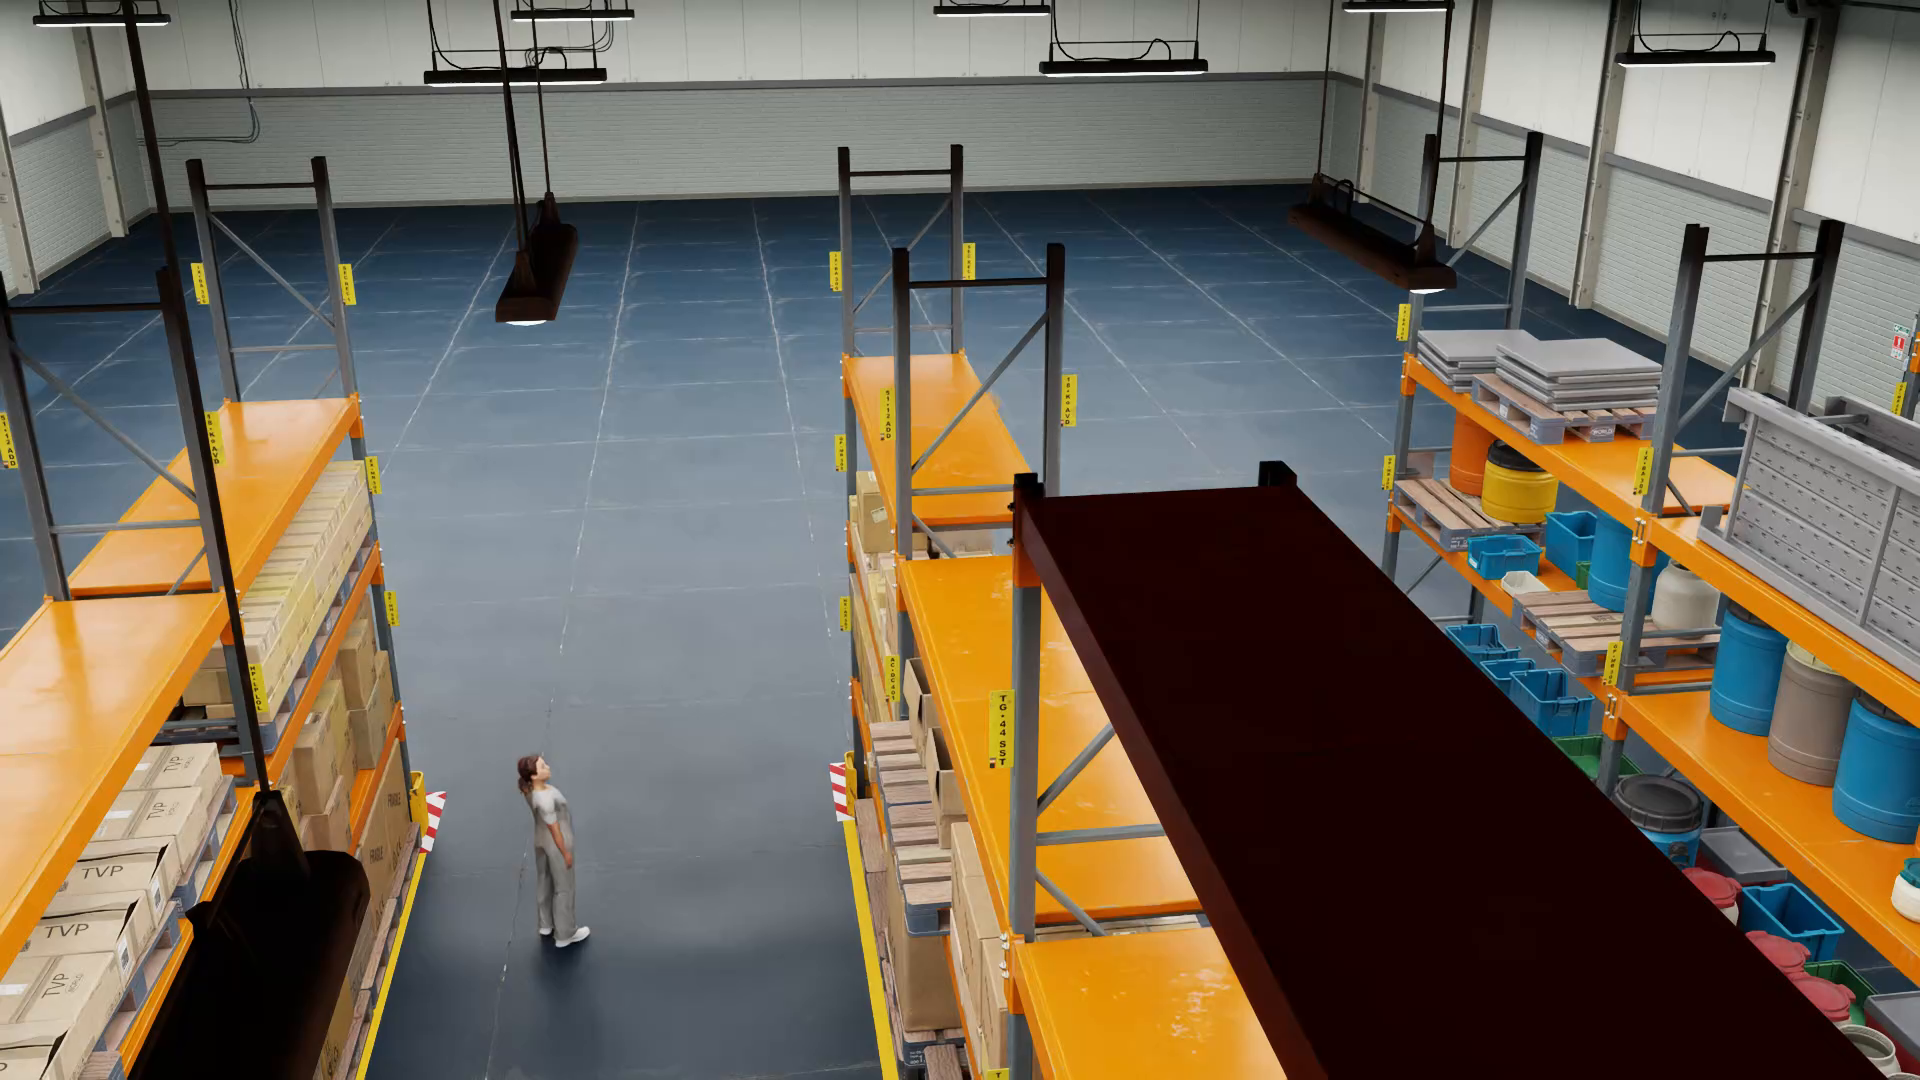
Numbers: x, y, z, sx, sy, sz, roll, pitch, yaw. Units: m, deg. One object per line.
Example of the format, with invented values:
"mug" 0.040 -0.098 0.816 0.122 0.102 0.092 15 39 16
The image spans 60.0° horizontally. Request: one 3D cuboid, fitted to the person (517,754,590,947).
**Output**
"person" -3.244 2.448 13.235 0.451 1.690 0.414 17 27 37
